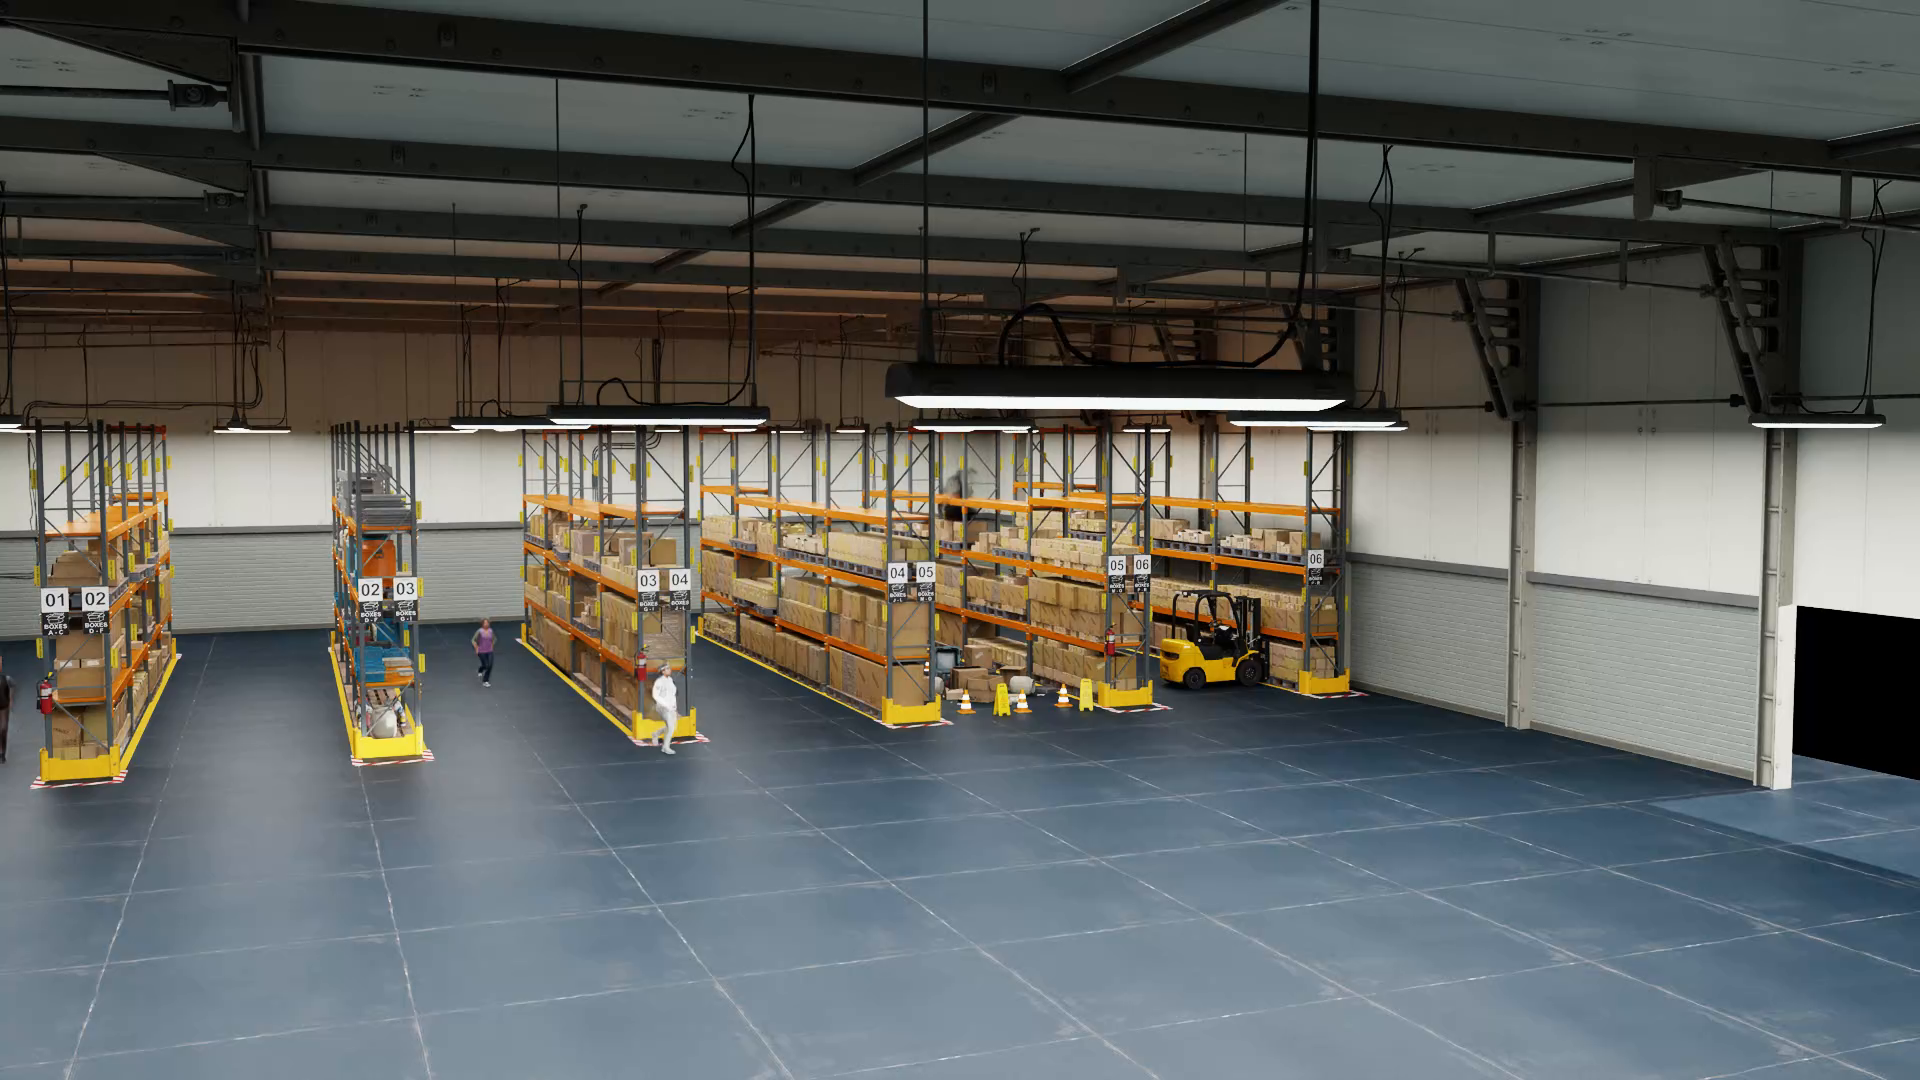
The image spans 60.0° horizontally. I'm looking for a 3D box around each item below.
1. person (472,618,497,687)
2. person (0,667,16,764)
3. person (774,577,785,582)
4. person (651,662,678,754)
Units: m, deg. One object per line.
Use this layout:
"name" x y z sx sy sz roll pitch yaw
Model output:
"person" -10.873 2.569 38.073 0.549 1.552 0.556 -3 4 -36
"person" -16.959 3.016 29.257 0.654 1.755 0.801 -2 4 -31
"person" -5.593 1.710 50.310 0.696 1.775 0.694 -1 4 -19
"person" -5.372 3.029 30.131 0.558 1.659 0.656 1 4 21
